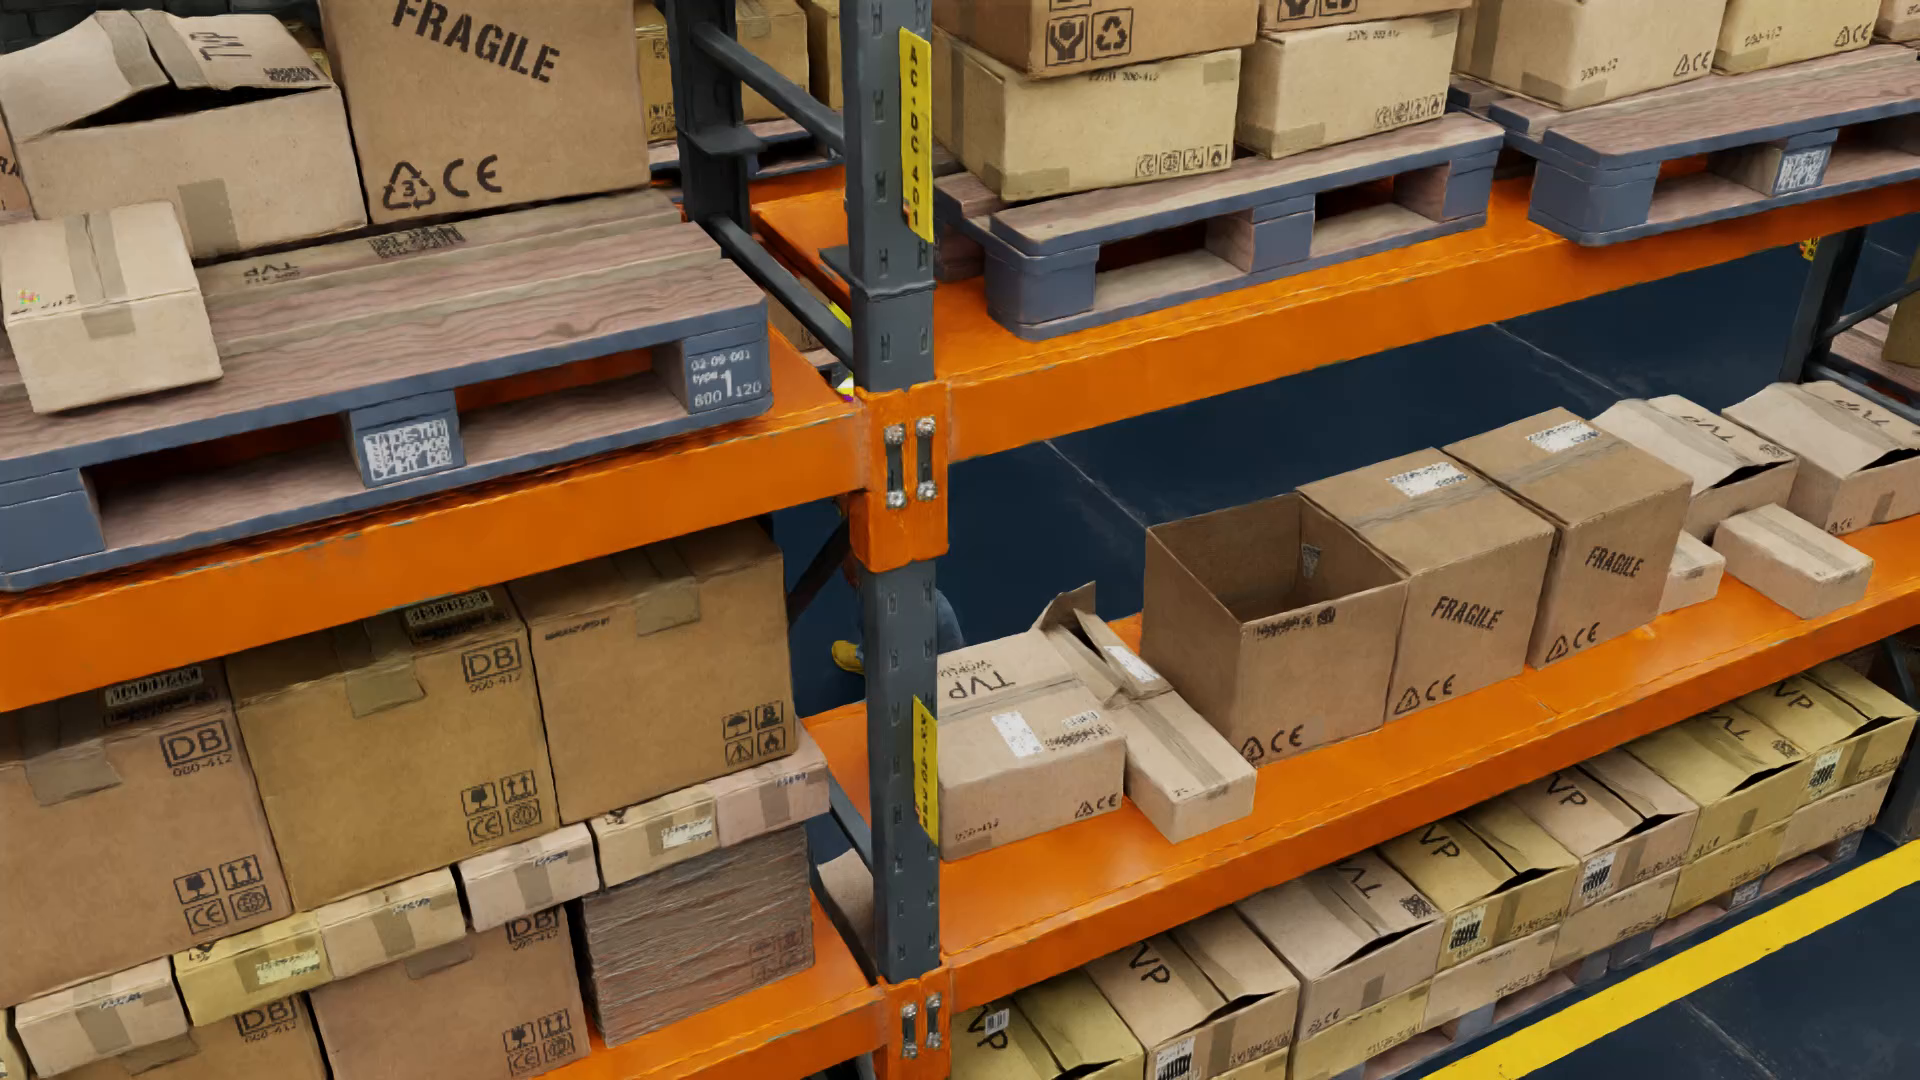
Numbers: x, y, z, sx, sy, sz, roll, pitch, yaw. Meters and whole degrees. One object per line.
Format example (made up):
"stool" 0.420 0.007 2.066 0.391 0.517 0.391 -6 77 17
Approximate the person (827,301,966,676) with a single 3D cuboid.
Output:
"person" -0.272 -0.105 6.288 0.755 1.756 0.599 24 40 32
